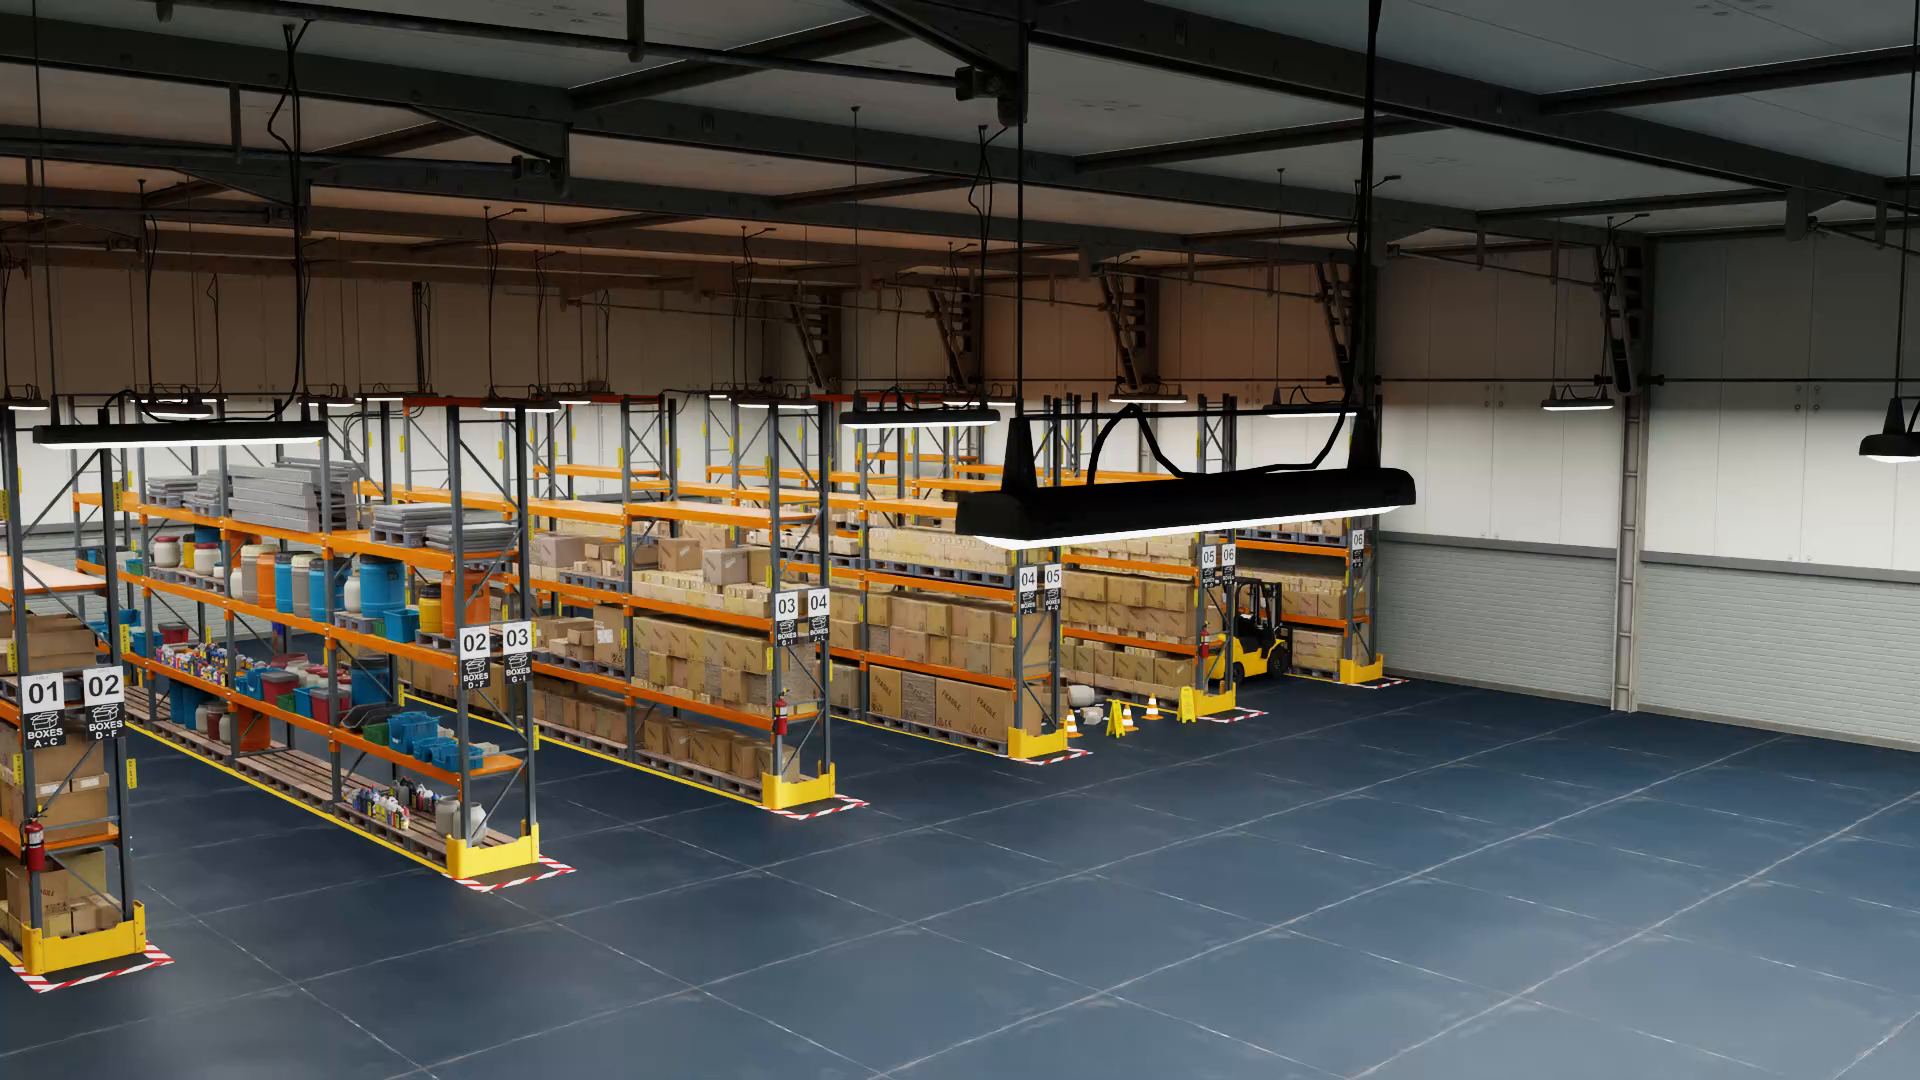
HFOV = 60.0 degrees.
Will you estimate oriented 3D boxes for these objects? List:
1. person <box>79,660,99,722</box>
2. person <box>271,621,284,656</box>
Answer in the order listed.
[{"bbox_3d":[-15.268,2.626,29.208,0.557,1.779,0.608,2,6,16],"label":"person"},{"bbox_3d":[-14.198,2.153,34.664,0.380,1.666,0.466,-3,6,-31],"label":"person"}]
